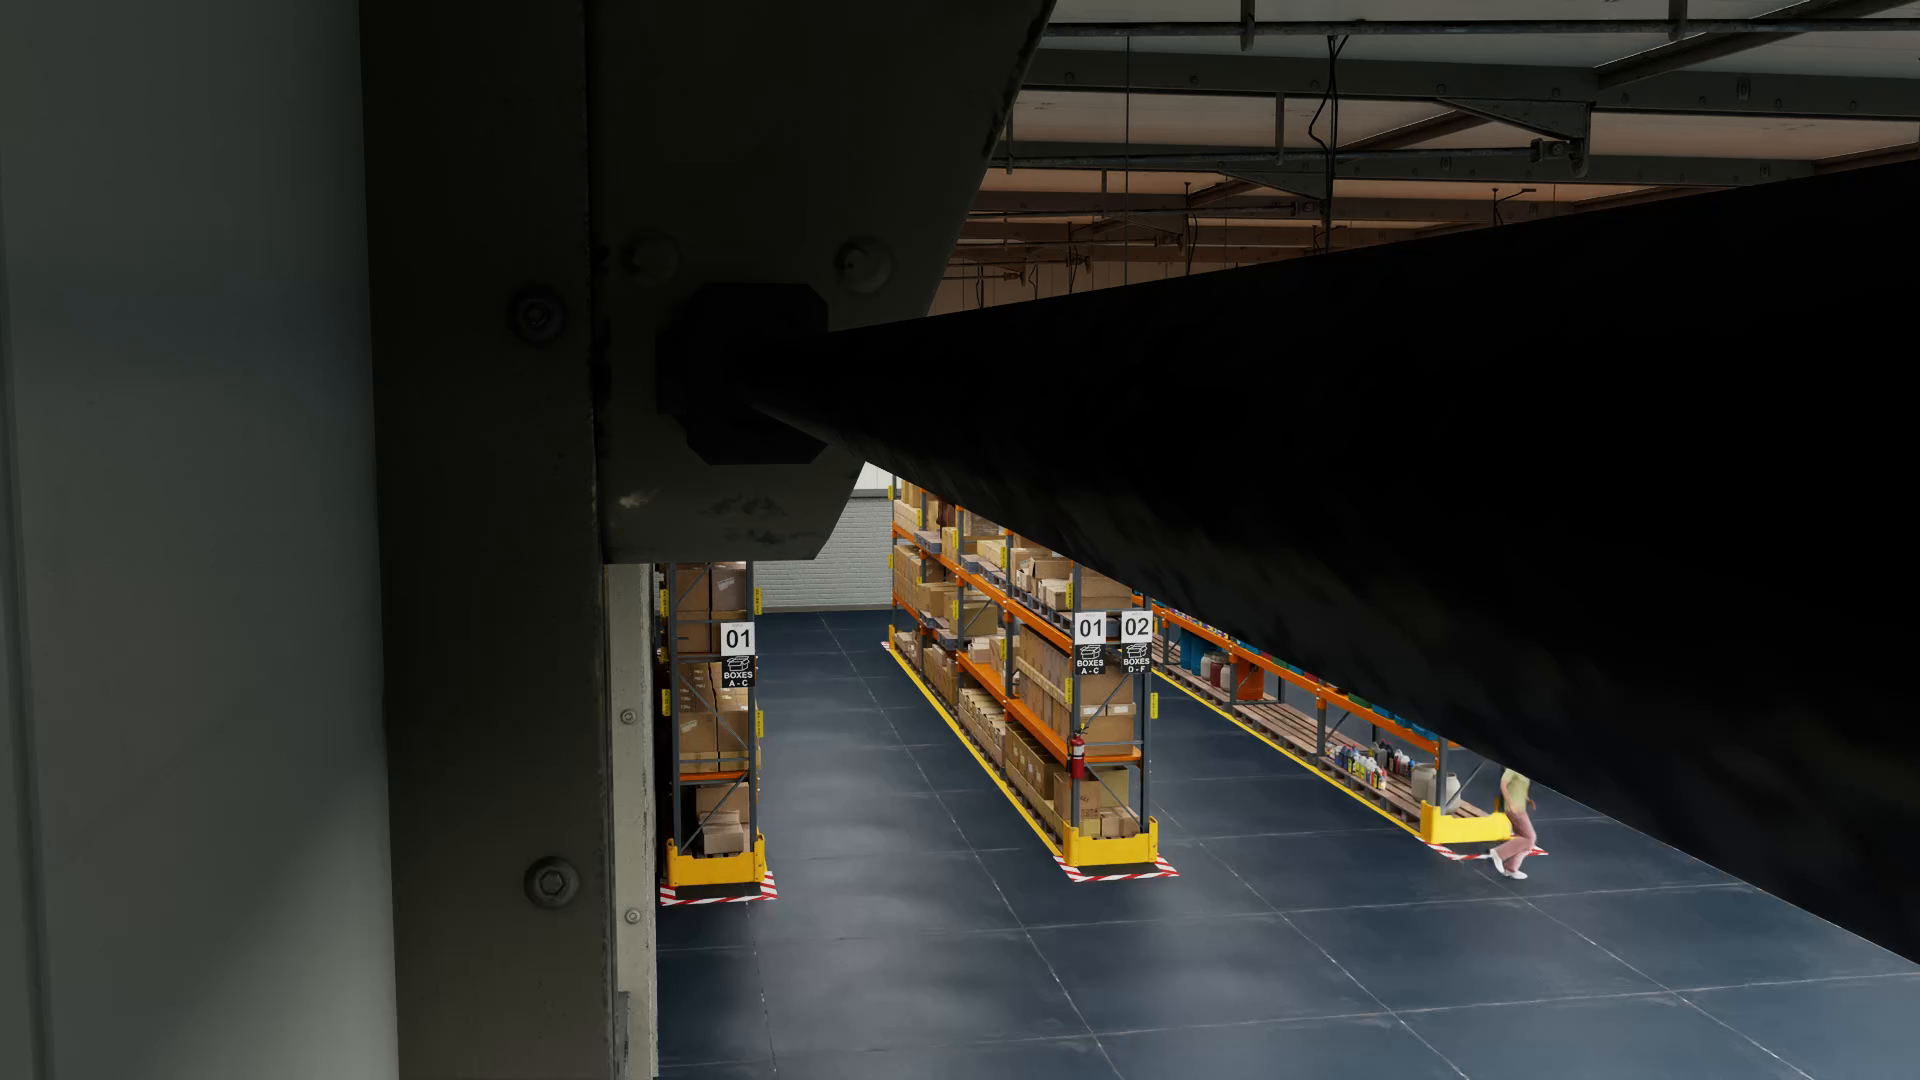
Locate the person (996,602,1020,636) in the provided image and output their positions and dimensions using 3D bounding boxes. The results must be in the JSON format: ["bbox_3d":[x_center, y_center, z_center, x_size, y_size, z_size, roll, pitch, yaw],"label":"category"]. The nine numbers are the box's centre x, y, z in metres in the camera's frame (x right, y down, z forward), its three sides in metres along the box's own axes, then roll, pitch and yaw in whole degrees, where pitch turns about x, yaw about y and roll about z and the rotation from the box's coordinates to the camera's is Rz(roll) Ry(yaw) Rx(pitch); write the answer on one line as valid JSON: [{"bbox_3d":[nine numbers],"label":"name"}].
[{"bbox_3d":[1.022,1.619,36.118,0.567,1.649,0.668,-2,6,-17],"label":"person"}]

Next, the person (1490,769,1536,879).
[{"bbox_3d":[6.840,3.320,20.486,0.523,1.611,0.612,2,7,22],"label":"person"}]
